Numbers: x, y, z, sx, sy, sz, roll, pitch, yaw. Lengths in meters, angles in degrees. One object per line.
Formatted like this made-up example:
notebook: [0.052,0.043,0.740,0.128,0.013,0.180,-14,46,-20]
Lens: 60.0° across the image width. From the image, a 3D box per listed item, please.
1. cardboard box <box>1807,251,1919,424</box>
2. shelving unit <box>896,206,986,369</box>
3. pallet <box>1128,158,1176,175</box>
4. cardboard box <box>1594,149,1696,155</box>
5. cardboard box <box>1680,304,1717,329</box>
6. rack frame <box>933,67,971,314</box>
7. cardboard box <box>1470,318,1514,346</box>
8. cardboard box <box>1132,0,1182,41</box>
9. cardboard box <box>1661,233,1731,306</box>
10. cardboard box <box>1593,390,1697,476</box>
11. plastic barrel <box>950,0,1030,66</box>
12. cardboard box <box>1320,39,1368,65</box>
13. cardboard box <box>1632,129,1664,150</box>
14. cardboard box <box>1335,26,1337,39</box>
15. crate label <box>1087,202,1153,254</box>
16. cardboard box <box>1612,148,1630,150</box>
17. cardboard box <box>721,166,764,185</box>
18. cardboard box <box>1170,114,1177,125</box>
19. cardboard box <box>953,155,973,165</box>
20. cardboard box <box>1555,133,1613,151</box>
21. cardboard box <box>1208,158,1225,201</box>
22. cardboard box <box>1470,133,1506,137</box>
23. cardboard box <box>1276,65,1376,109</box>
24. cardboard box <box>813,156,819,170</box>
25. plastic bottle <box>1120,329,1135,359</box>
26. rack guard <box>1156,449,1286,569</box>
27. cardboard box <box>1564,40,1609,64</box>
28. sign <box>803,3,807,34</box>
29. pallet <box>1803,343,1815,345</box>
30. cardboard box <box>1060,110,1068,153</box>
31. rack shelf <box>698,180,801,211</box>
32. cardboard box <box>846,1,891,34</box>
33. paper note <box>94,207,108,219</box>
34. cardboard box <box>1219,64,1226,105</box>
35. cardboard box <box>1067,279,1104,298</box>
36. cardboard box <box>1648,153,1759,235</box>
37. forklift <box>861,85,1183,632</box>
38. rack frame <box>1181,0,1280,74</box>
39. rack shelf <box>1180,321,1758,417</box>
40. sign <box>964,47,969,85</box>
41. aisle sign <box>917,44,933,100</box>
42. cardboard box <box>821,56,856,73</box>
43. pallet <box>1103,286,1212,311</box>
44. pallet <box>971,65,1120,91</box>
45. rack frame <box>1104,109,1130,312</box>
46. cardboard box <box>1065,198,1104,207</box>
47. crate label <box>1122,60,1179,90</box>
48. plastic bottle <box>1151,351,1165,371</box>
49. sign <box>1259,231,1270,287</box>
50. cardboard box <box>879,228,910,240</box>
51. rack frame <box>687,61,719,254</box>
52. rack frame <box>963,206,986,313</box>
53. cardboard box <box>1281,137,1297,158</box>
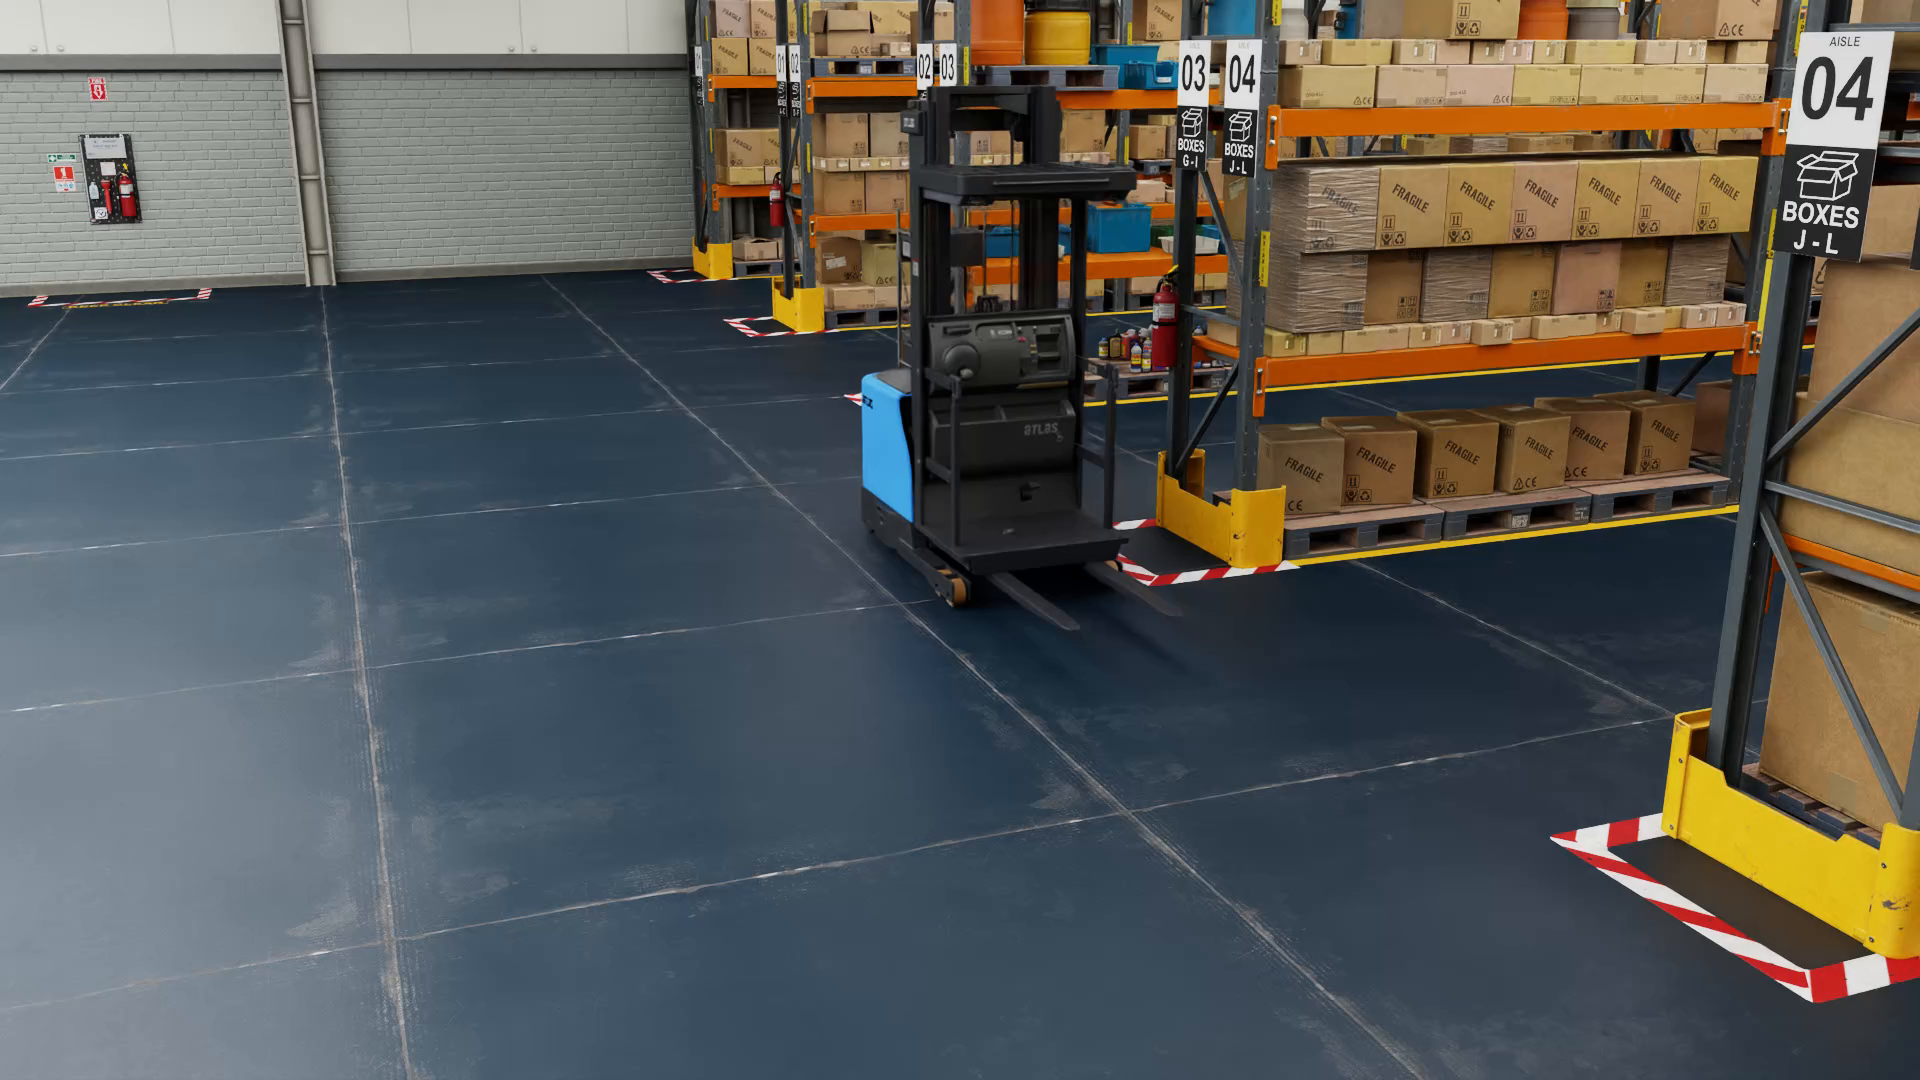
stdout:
cardboard box: [3.672,-0.718,6.037,0.550,0.550,0.875,-6,17,-20]
shelving unit: [-0.129,-1.233,11.570,0.503,2.100,0.431,-6,18,-20]
pallet: [3.157,-5.940,26.344,1.003,0.211,1.213,-6,17,-20]
cardboard box: [4.855,-2.511,11.846,0.500,0.500,0.500,-6,17,-20]
cardboard box: [5.034,-1.577,11.591,0.250,0.149,0.380,-6,17,-20]
rack frame: [-0.141,-2.719,15.034,0.127,3.000,1.000,-6,17,-20]
cardboard box: [3.418,-1.387,10.944,0.250,0.149,0.380,-6,17,-20]
cardboard box: [2.415,-6.406,20.457,0.500,0.500,0.500,-6,17,-19]
cardboard box: [4.924,-1.981,11.815,0.500,0.500,0.875,-6,17,-20]
cardboard box: [4.978,-0.792,12.161,0.500,0.500,0.500,-7,18,-22]
plastic barrel: [0.267,-4.648,14.772,0.708,0.830,0.600,-6,17,-20]
cardboard box: [2.248,-2.942,10.028,0.250,0.149,0.380,-6,17,-19]
cardboard box: [9.836,-5.734,23.348,0.500,0.500,0.500,-6,17,-19]
cardboard box: [6.162,-8.101,27.079,0.500,0.500,0.700,-7,18,-21]
crate label: [1.481,-2.993,15.903,0.616,0.435,0.502,-6,17,-20]
cardboard box: [9.670,-5.398,23.981,0.500,0.500,0.500,-6,17,-19]
cardboard box: [-3.117,-5.229,23.812,0.500,0.250,0.500,-7,18,-22]
cardboard box: [3.473,-6.660,26.344,0.250,0.149,0.380,-9,18,-27]
cardboard box: [-0.031,-4.520,19.836,0.250,0.149,0.380,-6,17,-20]
cardboard box: [8.773,-5.493,23.558,0.500,0.500,0.700,-14,21,-39]
cardboard box: [3.508,-4.651,21.434,0.500,0.500,0.500,-6,17,-20]
cardboard box: [8.715,-6.802,28.405,0.700,0.700,0.980,-7,18,-21]
cardboard box: [2.173,-2.764,10.129,0.500,0.250,0.500,-6,17,-18]
cardboard box: [-1.621,-4.471,19.670,0.250,0.149,0.380,-6,18,-21]
plastic bottle: [1.662,-1.942,16.441,0.135,0.276,0.152,-6,17,-20]
rack guard: [1.702,-0.224,10.975,0.348,0.500,1.175,-6,17,-20]
cardboard box: [3.937,-3.135,10.684,0.250,0.149,0.380,-5,17,-17]
sign: [-1.717,-5.773,18.417,0.005,0.325,0.100,-6,17,-20]
pallet: [9.188,-2.400,18.897,1.213,0.211,1.003,-6,17,-20]
cardboard box: [0.942,-4.999,20.317,0.500,0.500,0.700,-6,17,-20]
rack shelf: [-1.819,-5.182,24.698,4.000,0.370,1.077,-6,17,-20]
cardboard box: [-1.314,-7.470,23.902,0.500,0.500,0.500,-7,18,-22]
paper note: [-11.456,-4.357,22.177,0.142,0.148,0.016,-6,17,-20]
cardboard box: [1.990,-2.899,10.588,0.500,0.250,0.500,-6,17,-19]
cardboard box: [1.470,-3.204,20.820,0.500,0.250,0.500,-6,17,-20]
cardboard box: [5.045,-2.372,11.372,0.500,0.500,0.500,-6,17,-20]
forklift: [0.337,-1.150,9.814,1.130,2.935,3.031,-6,17,-20]
rack frame: [1.631,-4.294,9.751,0.127,3.000,1.000,-6,17,-20]
rack shelf: [3.499,-1.272,11.384,4.000,0.370,1.077,-6,17,-20]
sign: [0.052,-4.017,14.116,0.005,0.325,0.100,-6,17,-20]
aisle sign: [-0.315,-4.037,14.909,0.004,0.787,0.394,-6,17,-20]
cardboard box: [-1.794,-6.948,23.899,0.500,0.500,0.500,-5,17,-17]
pallet: [2.499,-3.173,21.527,1.213,0.211,1.003,-6,17,-20]
pallet: [0.666,-4.125,14.834,1.213,0.211,1.003,-6,17,-20]
rack frame: [1.825,-4.426,20.847,0.127,3.000,1.000,-6,17,-20]
cardboard box: [1.413,-4.428,20.674,0.500,0.500,0.700,-7,18,-22]
crate label: [1.725,-4.189,14.979,0.408,0.251,0.502,-6,17,-20]
plastic bottle: [1.881,-1.746,15.759,0.133,0.283,0.061,-6,17,-19]
sign: [1.825,-1.689,9.988,0.005,0.325,0.100,-6,17,-20]
cardboard box: [-0.906,-4.626,25.182,0.500,0.500,0.500,-8,18,-24]
rack frame: [-3.686,-5.326,23.910,0.127,3.000,1.000,-6,17,-20]
rack frame: [0.098,-1.258,11.655,0.015,2.100,0.400,-6,18,-20]
cardboard box: [5.285,-6.414,26.876,0.500,0.500,0.500,-6,17,-20]
